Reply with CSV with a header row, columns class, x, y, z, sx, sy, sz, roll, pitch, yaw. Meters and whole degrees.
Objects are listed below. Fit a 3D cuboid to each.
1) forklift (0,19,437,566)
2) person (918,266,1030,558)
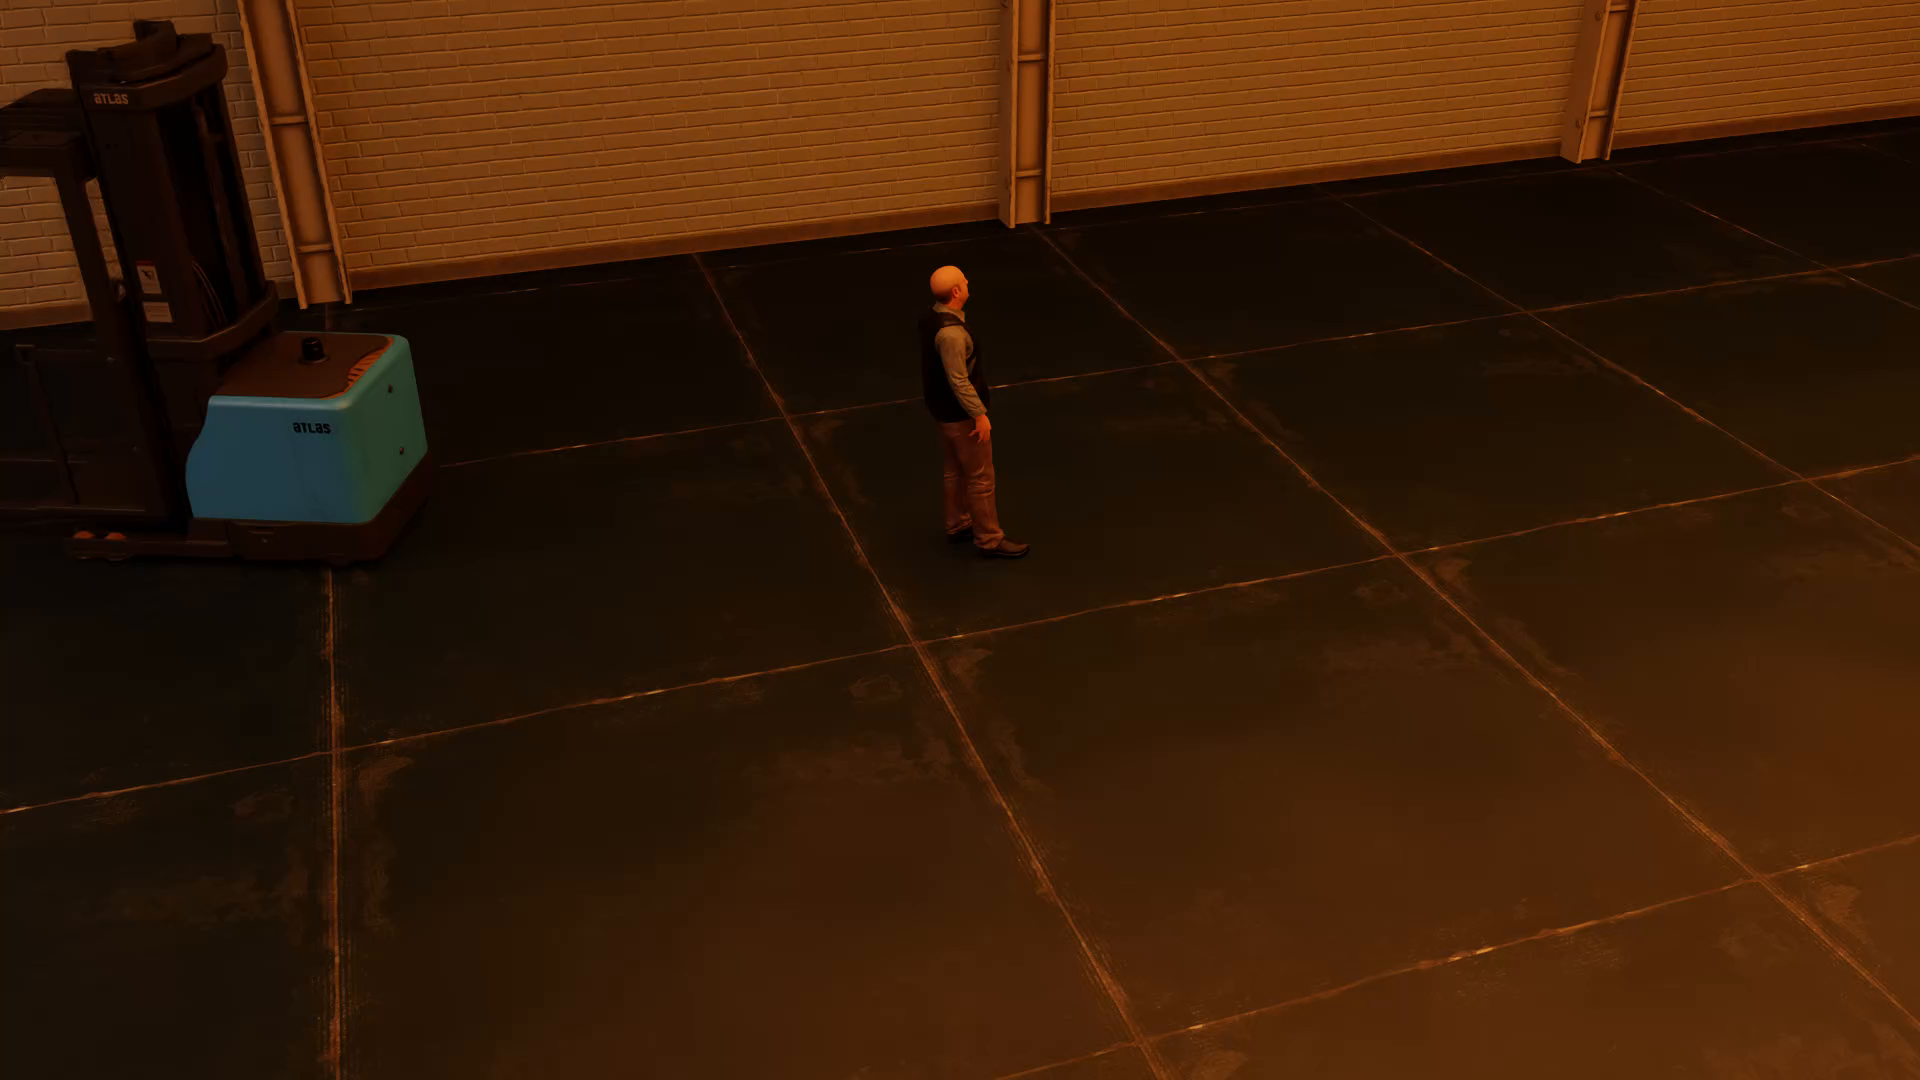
class,x,y,z,sx,sy,sz,roll,pitch,yaw
forklift,-4.848,-1.404,9.527,3.031,2.935,1.130,2,30,4
person,0.061,-0.758,9.603,0.568,1.720,0.632,-10,31,-16
